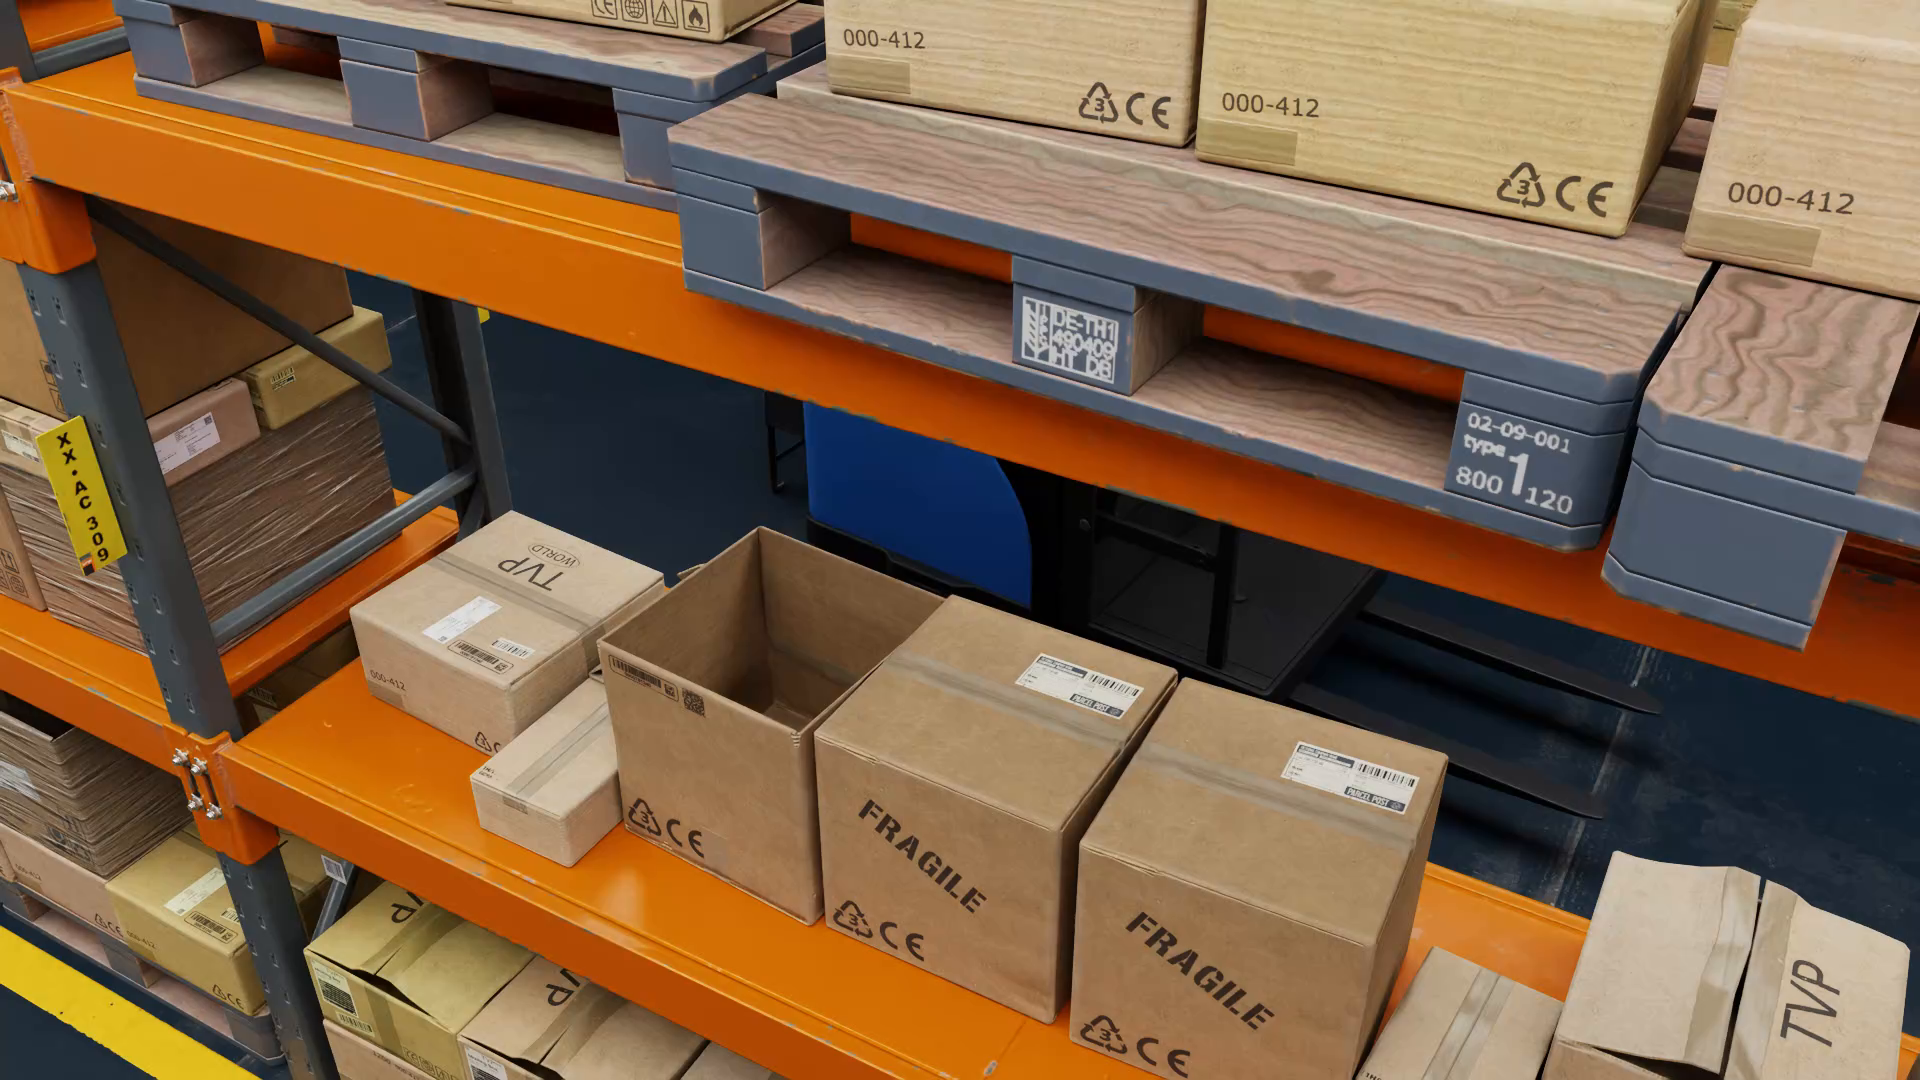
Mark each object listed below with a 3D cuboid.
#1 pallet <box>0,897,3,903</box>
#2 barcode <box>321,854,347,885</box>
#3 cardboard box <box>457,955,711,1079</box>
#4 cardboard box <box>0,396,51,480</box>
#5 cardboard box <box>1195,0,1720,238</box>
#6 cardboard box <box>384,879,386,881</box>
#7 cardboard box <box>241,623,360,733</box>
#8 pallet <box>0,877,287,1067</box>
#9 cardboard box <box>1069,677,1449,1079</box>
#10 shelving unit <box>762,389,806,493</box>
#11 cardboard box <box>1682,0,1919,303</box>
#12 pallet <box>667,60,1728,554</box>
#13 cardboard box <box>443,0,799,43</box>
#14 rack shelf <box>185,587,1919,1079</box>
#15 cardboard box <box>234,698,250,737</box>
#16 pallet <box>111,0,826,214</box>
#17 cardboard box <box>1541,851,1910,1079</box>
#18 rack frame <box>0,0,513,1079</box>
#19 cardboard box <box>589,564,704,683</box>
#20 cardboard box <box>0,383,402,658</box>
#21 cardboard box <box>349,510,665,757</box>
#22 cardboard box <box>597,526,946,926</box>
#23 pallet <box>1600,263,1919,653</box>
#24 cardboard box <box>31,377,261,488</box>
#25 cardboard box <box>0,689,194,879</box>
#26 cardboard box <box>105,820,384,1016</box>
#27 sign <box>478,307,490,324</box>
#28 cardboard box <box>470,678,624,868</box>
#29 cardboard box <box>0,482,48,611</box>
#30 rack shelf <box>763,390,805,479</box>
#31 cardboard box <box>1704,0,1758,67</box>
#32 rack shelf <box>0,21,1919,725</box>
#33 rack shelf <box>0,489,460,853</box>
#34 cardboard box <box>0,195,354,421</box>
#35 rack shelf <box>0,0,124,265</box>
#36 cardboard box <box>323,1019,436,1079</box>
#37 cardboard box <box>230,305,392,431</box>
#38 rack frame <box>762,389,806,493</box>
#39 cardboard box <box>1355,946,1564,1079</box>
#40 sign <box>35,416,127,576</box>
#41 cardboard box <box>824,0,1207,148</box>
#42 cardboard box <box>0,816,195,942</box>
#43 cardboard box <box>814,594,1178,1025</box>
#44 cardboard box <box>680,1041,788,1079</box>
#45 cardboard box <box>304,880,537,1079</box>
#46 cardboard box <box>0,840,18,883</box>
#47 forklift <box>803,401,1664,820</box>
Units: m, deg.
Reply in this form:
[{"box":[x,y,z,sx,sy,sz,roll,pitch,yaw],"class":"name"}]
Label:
[{"box":[-3.210,0.627,5.617,1.213,0.211,1.003,18,37,24],"class":"pallet"},{"box":[-1.462,0.769,3.881,0.075,0.075,0.001,18,37,24],"class":"barcode"},{"box":[-0.810,1.151,3.912,0.500,0.311,0.500,17,37,24],"class":"cardboard box"},{"box":[-2.033,-0.312,3.836,0.250,0.149,0.380,17,37,23],"class":"cardboard box"},{"box":[0.619,-0.616,2.019,0.500,0.250,0.500,17,37,23],"class":"cardboard box"},{"box":[-1.729,0.737,5.039,0.500,0.250,0.500,18,37,24],"class":"cardboard box"},{"box":[-1.724,0.420,4.838,0.500,0.500,0.500,18,37,24],"class":"cardboard box"},{"box":[-2.146,0.962,5.114,1.213,0.211,1.003,18,37,24],"class":"pallet"},{"box":[0.531,0.646,2.984,0.500,0.500,0.500,16,37,22],"class":"cardboard box"},{"box":[-0.485,-1.086,6.487,0.503,2.100,0.431,21,39,29],"class":"shelving unit"},{"box":[1.110,-0.453,1.775,0.500,0.250,0.500,19,38,26],"class":"cardboard box"},{"box":[0.390,-0.479,2.227,1.213,0.211,1.003,19,38,27],"class":"pallet"},{"box":[-0.468,-0.996,2.590,0.500,0.250,0.500,14,36,20],"class":"cardboard box"},{"box":[0.260,0.890,3.356,4.000,0.370,1.077,18,37,24],"class":"rack shelf"},{"box":[-2.162,0.286,5.039,0.500,0.500,0.500,18,37,24],"class":"cardboard box"},{"box":[-0.704,-0.892,2.849,1.217,0.209,0.805,16,37,23],"class":"pallet"},{"box":[1.316,0.839,2.865,0.500,0.311,0.500,17,37,24],"class":"cardboard box"},{"box":[-1.477,0.041,3.983,0.127,3.000,1.000,18,37,24],"class":"rack frame"},{"box":[-0.622,0.250,3.789,0.258,0.266,0.396,17,37,23],"class":"cardboard box"},{"box":[-1.865,-0.120,4.134,0.500,0.500,0.700,17,37,23],"class":"cardboard box"},{"box":[-1.028,0.217,3.852,0.500,0.250,0.500,20,39,27],"class":"cardboard box"},{"box":[-0.361,0.363,3.408,0.500,0.500,0.500,20,39,28],"class":"cardboard box"},{"box":[1.363,-0.173,1.767,1.003,0.211,1.213,19,38,27],"class":"pallet"},{"box":[-1.819,-0.243,3.733,0.250,0.149,0.380,18,37,24],"class":"cardboard box"},{"box":[-2.416,0.533,4.669,0.500,0.500,0.500,18,37,24],"class":"cardboard box"},{"box":[-1.988,0.988,4.662,0.500,0.250,0.500,18,37,24],"class":"cardboard box"},{"box":[-1.216,-0.672,4.080,0.005,0.325,0.100,18,37,24],"class":"sign"},{"box":[-0.809,0.487,3.539,0.250,0.149,0.380,18,37,24],"class":"cardboard box"},{"box":[-2.326,-0.262,4.347,0.500,0.500,0.700,17,37,24],"class":"cardboard box"},{"box":[-0.485,-0.492,6.882,0.480,0.518,0.431,21,39,29],"class":"rack shelf"},{"box":[2.945,-1.925,6.448,0.500,0.500,0.700,18,37,24],"class":"cardboard box"},{"box":[0.260,-0.358,2.525,4.000,0.370,1.077,18,37,24],"class":"rack shelf"},{"box":[-3.213,-0.210,5.008,4.000,0.370,1.077,18,37,24],"class":"rack shelf"},{"box":[-1.865,-0.660,3.774,0.500,0.500,0.700,18,38,25],"class":"cardboard box"},{"box":[-3.213,-1.458,4.177,4.000,0.370,1.077,18,37,24],"class":"rack shelf"},{"box":[-1.249,1.241,4.283,0.500,0.250,0.500,17,37,23],"class":"cardboard box"},{"box":[-1.614,-0.438,4.026,0.250,0.149,0.380,18,37,24],"class":"cardboard box"},{"box":[-0.685,-1.164,6.603,0.015,2.100,0.400,21,39,29],"class":"rack frame"},{"box":[0.861,0.922,2.886,0.250,0.149,0.380,21,39,28],"class":"cardboard box"},{"box":[-1.751,-0.085,3.319,0.005,0.325,0.100,18,37,24],"class":"sign"},{"box":[0.153,-0.765,2.243,0.500,0.250,0.500,14,36,20],"class":"cardboard box"},{"box":[-2.417,0.846,4.876,0.500,0.250,0.500,18,37,24],"class":"cardboard box"},{"box":[0.074,0.501,3.202,0.500,0.500,0.500,18,38,24],"class":"cardboard box"},{"box":[-0.360,1.292,3.699,0.500,0.311,0.500,16,37,23],"class":"cardboard box"},{"box":[-1.242,1.010,4.122,0.500,0.311,0.500,18,38,25],"class":"cardboard box"},{"box":[-2.858,0.715,5.071,0.500,0.250,0.500,18,37,24],"class":"cardboard box"},{"box":[0.909,-0.816,5.331,3.031,2.935,1.130,21,39,29],"class":"forklift"}]
